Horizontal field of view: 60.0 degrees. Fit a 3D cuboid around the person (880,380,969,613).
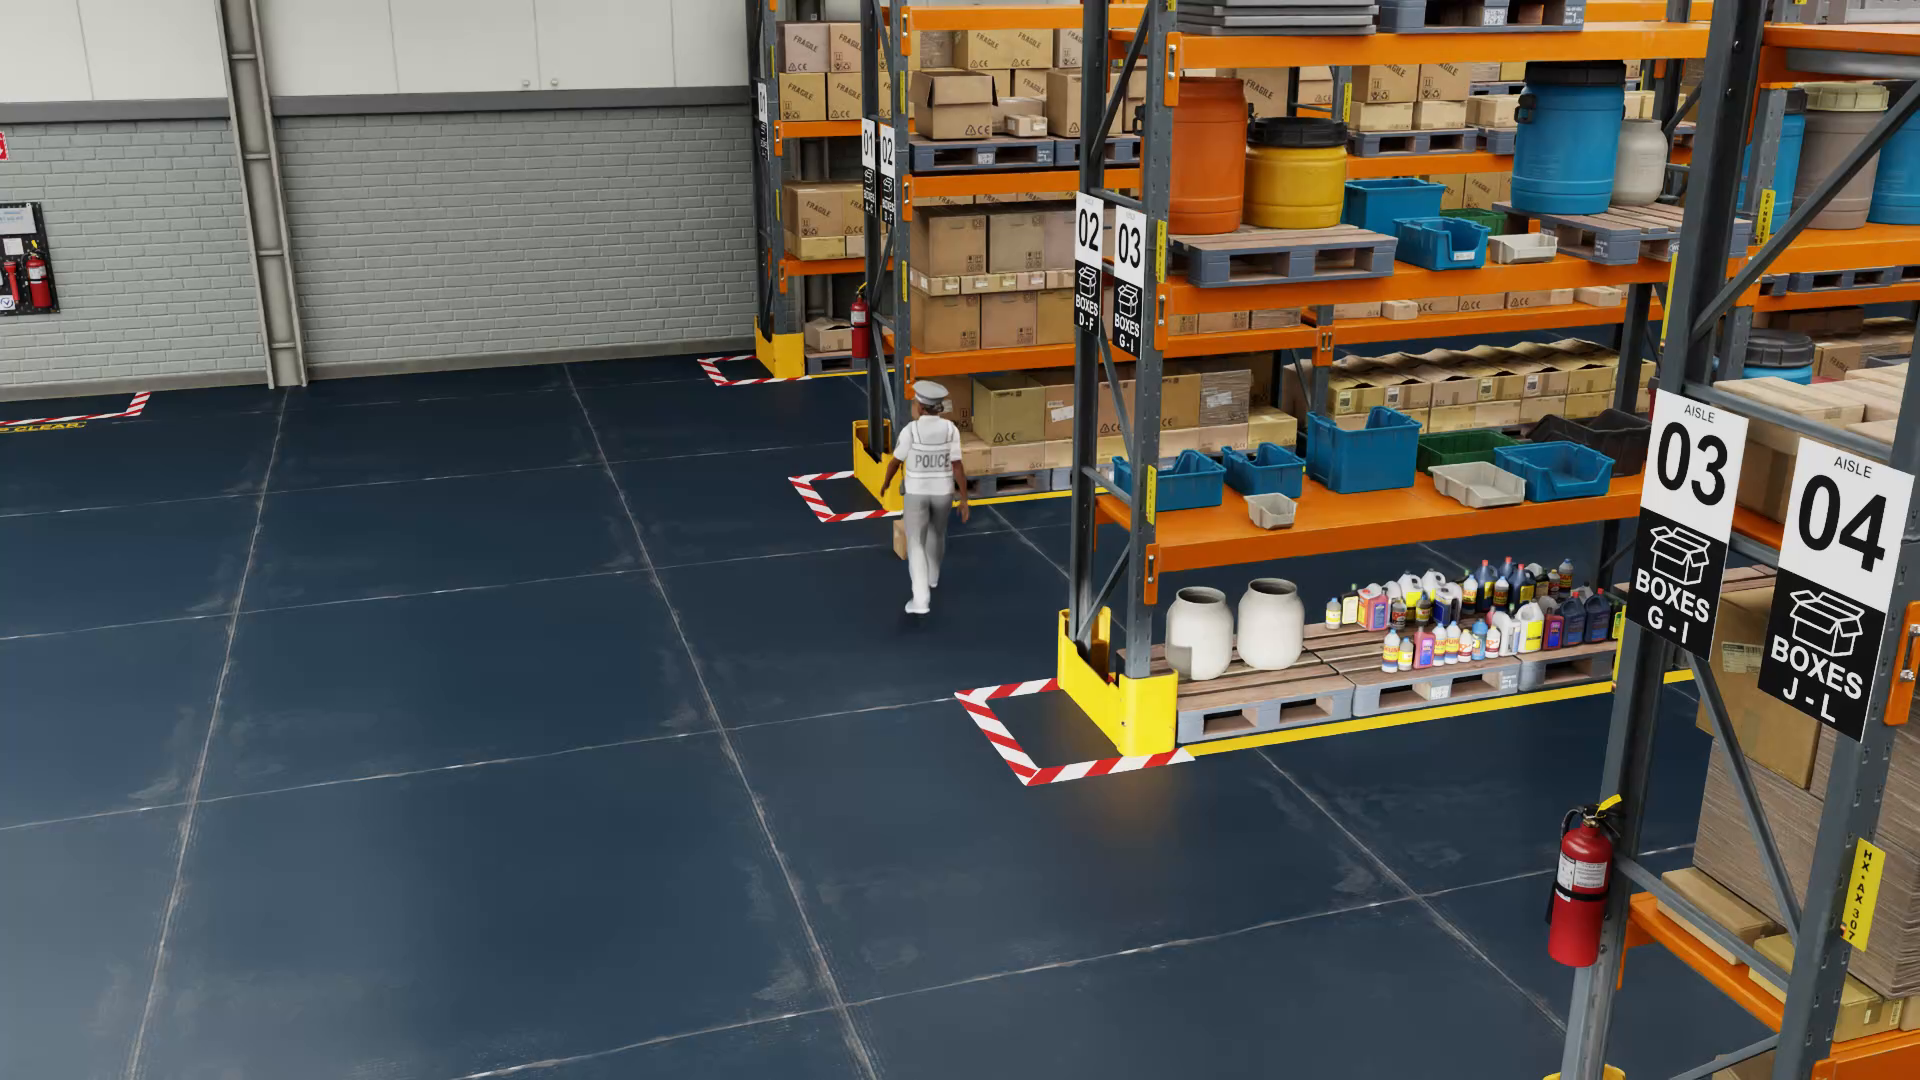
[{"bbox_3d":[-0.251,-0.334,11.995,0.567,1.629,1.003,-5,20,-13],"label":"person"}]
